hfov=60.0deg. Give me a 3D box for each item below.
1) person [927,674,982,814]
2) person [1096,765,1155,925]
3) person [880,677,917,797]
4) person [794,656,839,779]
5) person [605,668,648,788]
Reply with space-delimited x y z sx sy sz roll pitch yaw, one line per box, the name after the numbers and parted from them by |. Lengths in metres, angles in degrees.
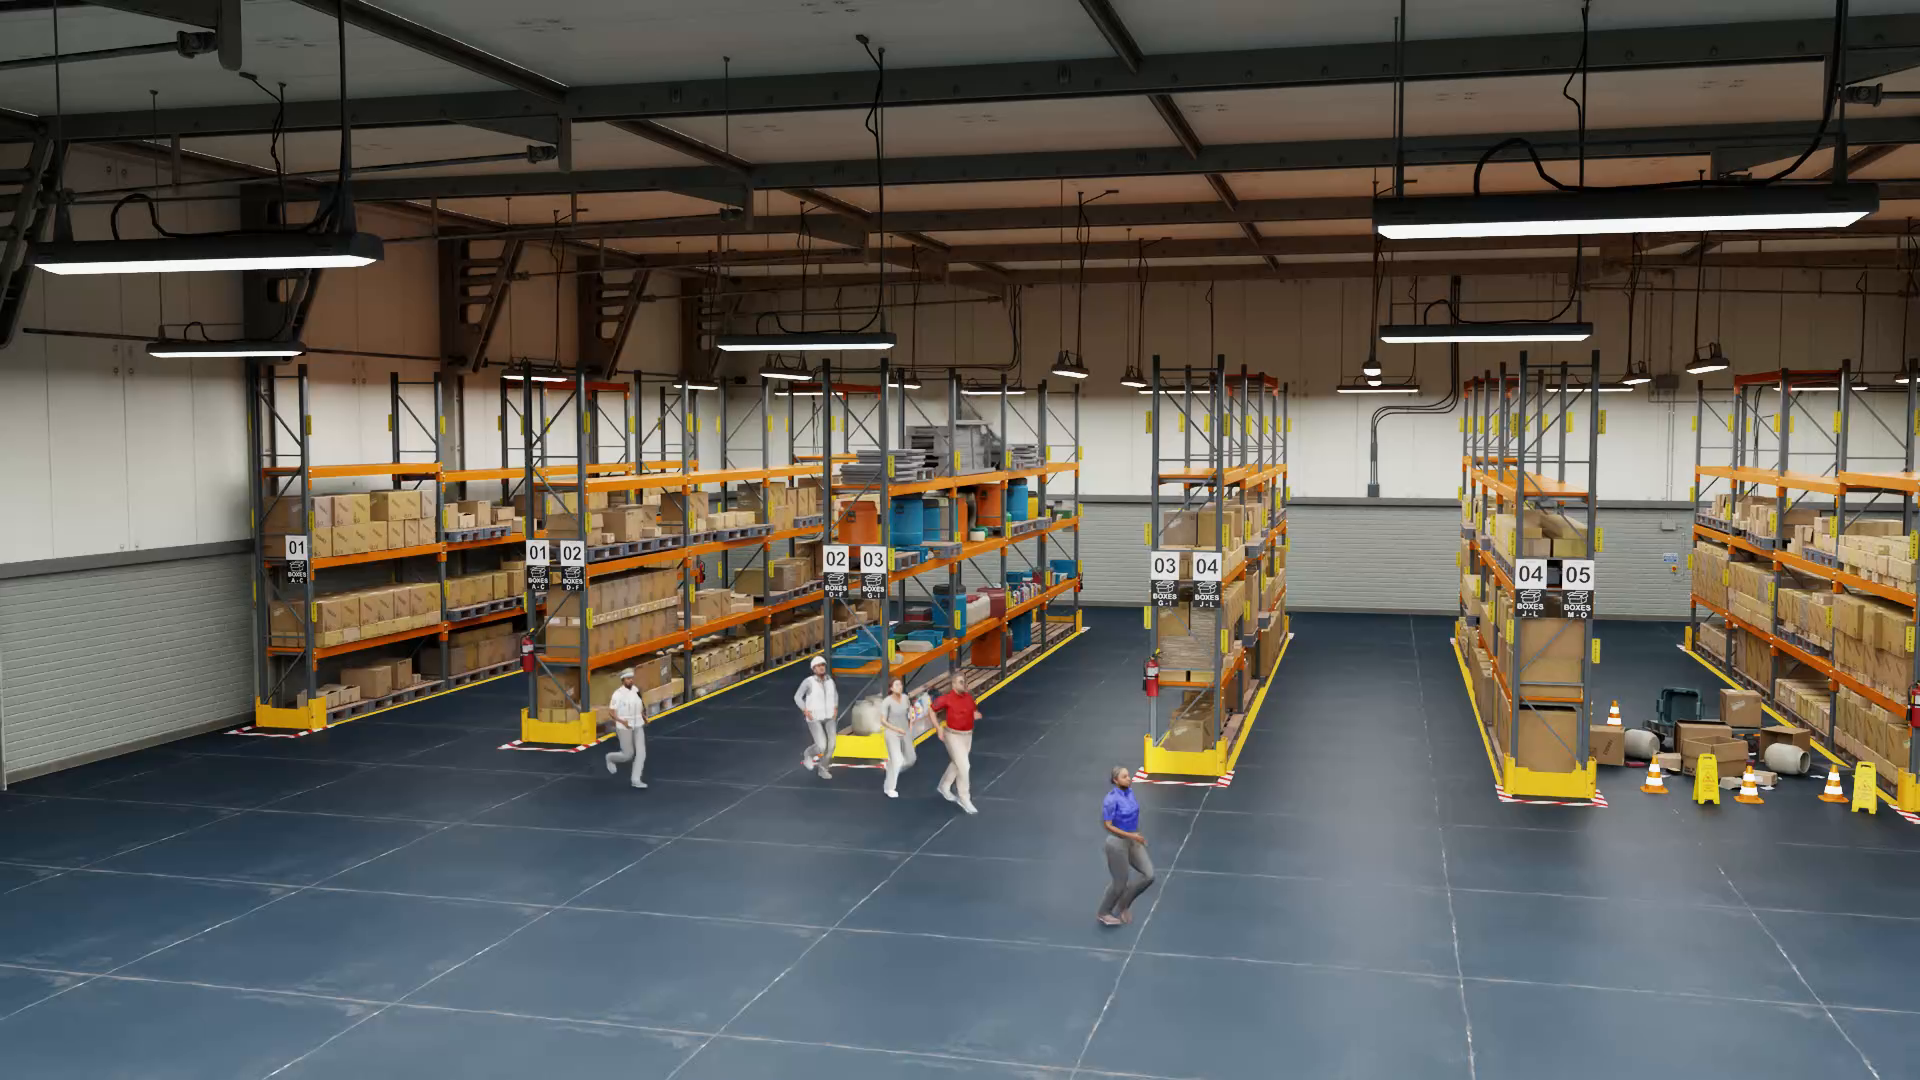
-0.026 2.640 21.735 0.818 1.789 0.641 3 5 40 | person
1.644 3.043 16.582 0.603 1.617 0.579 3 5 41 | person
-0.812 2.655 22.405 0.598 1.620 0.569 -3 5 -38 | person
-2.004 2.518 23.669 0.675 1.728 0.550 -3 5 -34 | person
-4.586 2.594 23.059 0.760 1.653 0.565 4 5 42 | person
